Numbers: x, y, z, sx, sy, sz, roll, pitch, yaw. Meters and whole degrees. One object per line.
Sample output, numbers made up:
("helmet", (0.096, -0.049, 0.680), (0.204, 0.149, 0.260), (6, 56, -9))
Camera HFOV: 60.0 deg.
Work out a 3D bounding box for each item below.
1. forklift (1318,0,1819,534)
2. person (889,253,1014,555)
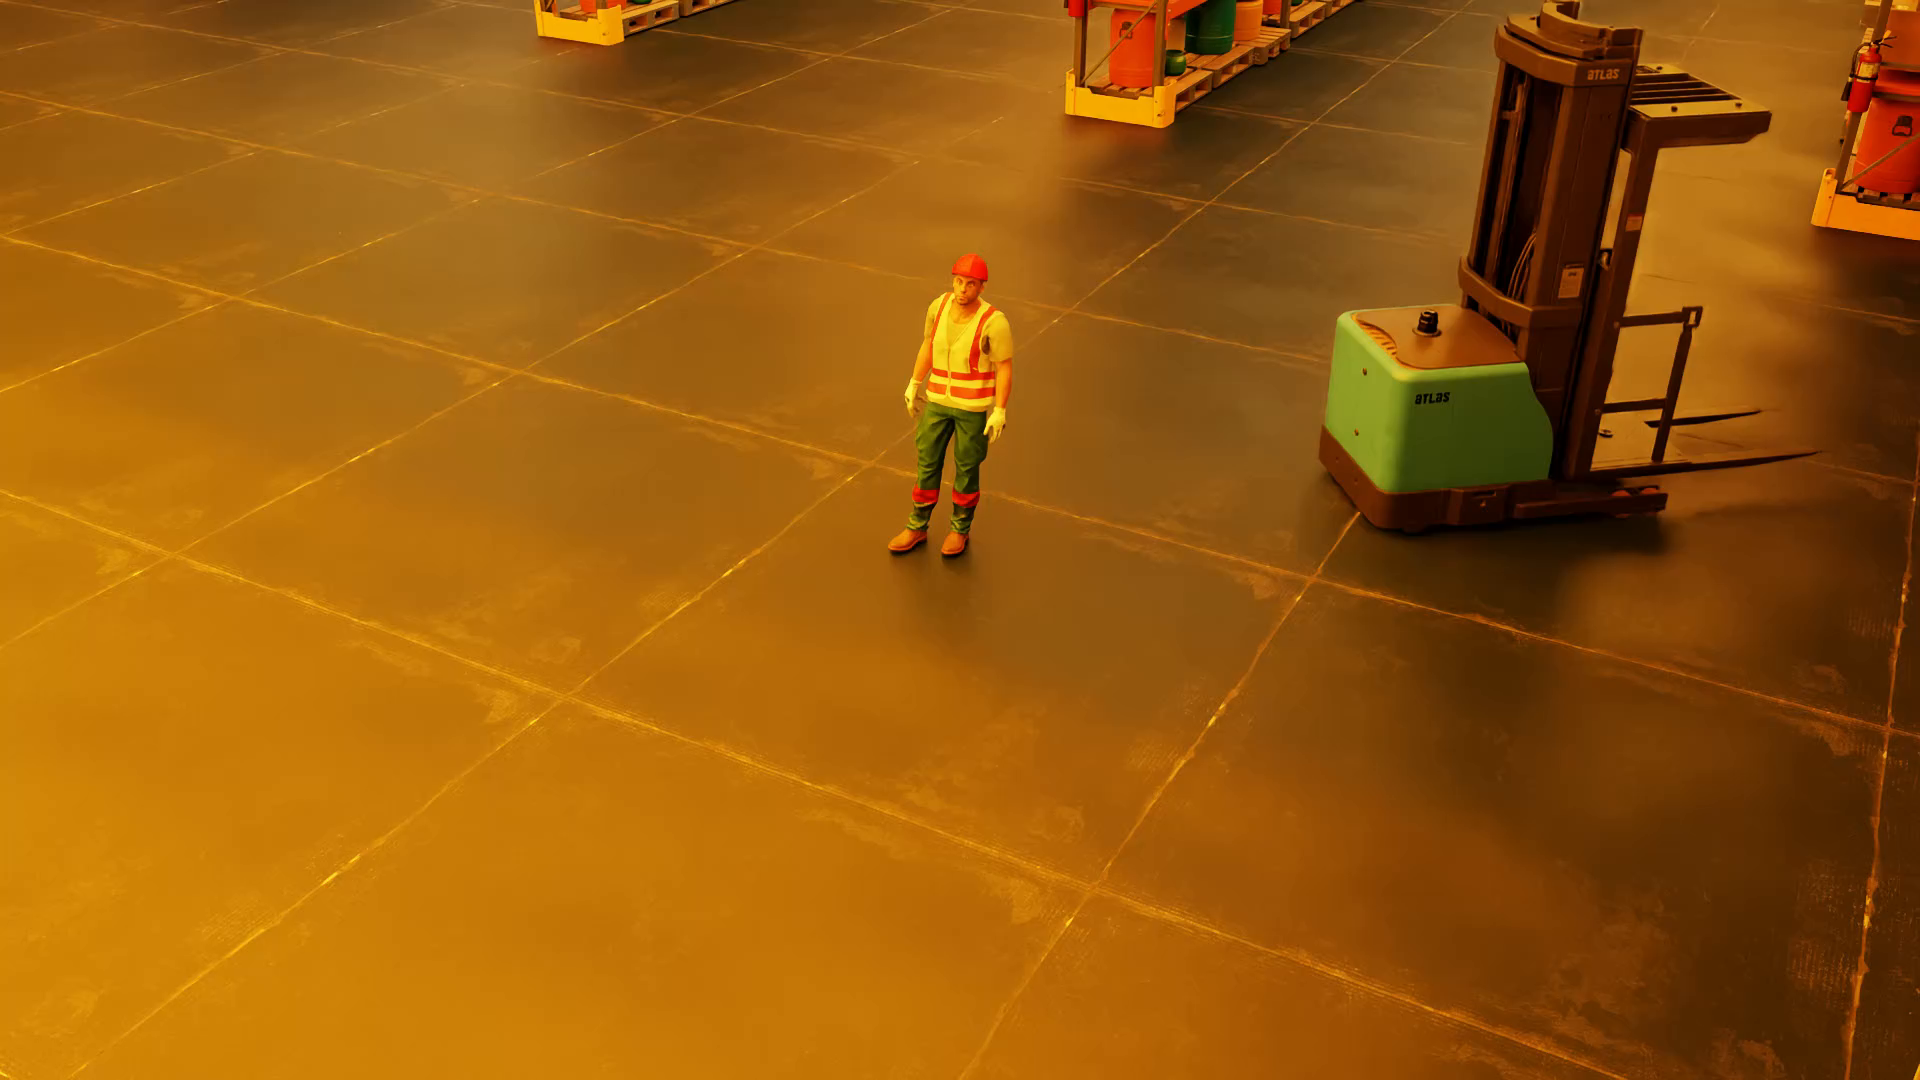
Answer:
("forklift", (3.890, -1.660, 9.946), (3.031, 2.935, 1.130), (-5, 30, -9))
("person", (-0.049, -0.748, 9.495), (0.638, 1.789, 0.562), (15, 33, 25))
